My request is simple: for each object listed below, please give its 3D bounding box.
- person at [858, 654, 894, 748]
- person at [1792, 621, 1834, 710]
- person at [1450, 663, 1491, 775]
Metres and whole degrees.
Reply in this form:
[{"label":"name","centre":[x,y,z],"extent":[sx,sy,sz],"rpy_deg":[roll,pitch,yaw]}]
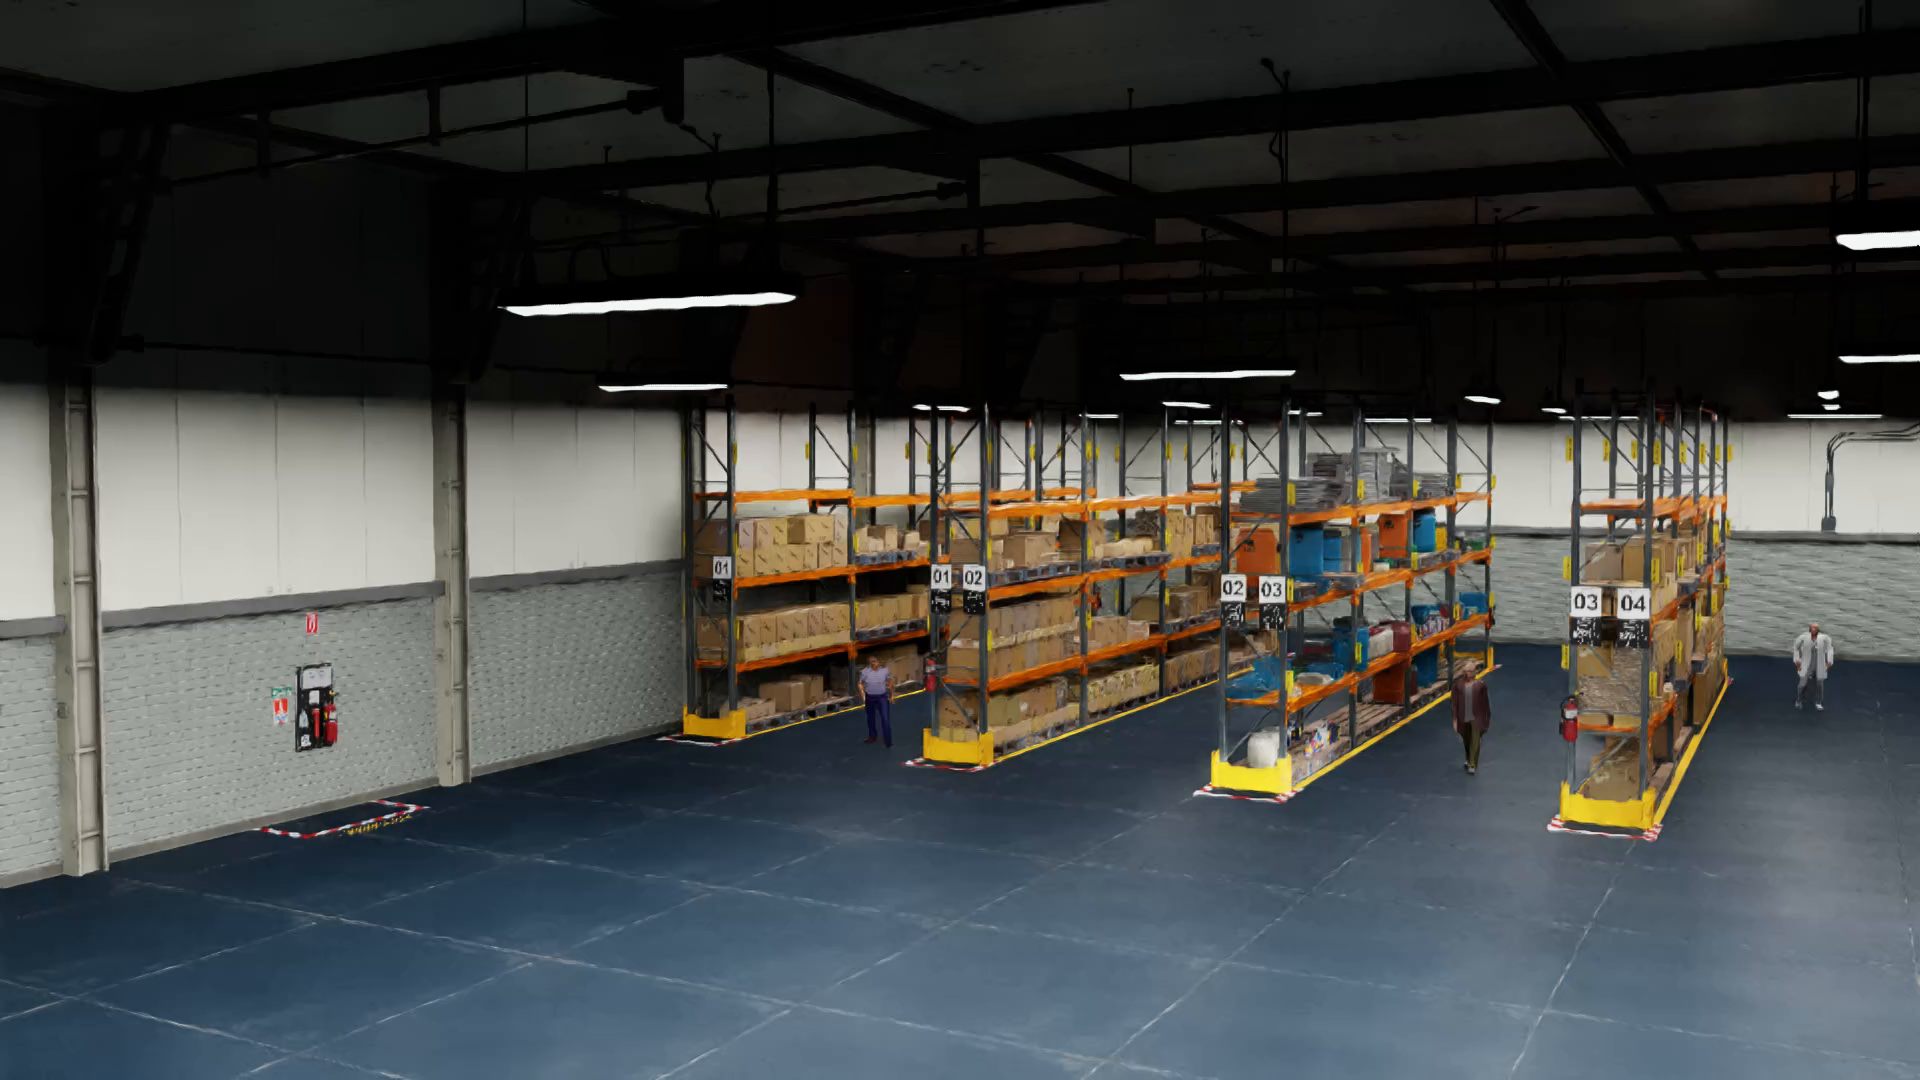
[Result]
[{"label":"person","centre":[-1.398,2.709,28.378],"extent":[0.644,1.580,0.809],"rpy_deg":[1,3,10]},{"label":"person","centre":[16.598,2.488,32.384],"extent":[0.729,1.631,0.538],"rpy_deg":[1,3,26]},{"label":"person","centre":[7.959,2.765,25.996],"extent":[0.598,1.698,1.193],"rpy_deg":[2,3,30]}]
